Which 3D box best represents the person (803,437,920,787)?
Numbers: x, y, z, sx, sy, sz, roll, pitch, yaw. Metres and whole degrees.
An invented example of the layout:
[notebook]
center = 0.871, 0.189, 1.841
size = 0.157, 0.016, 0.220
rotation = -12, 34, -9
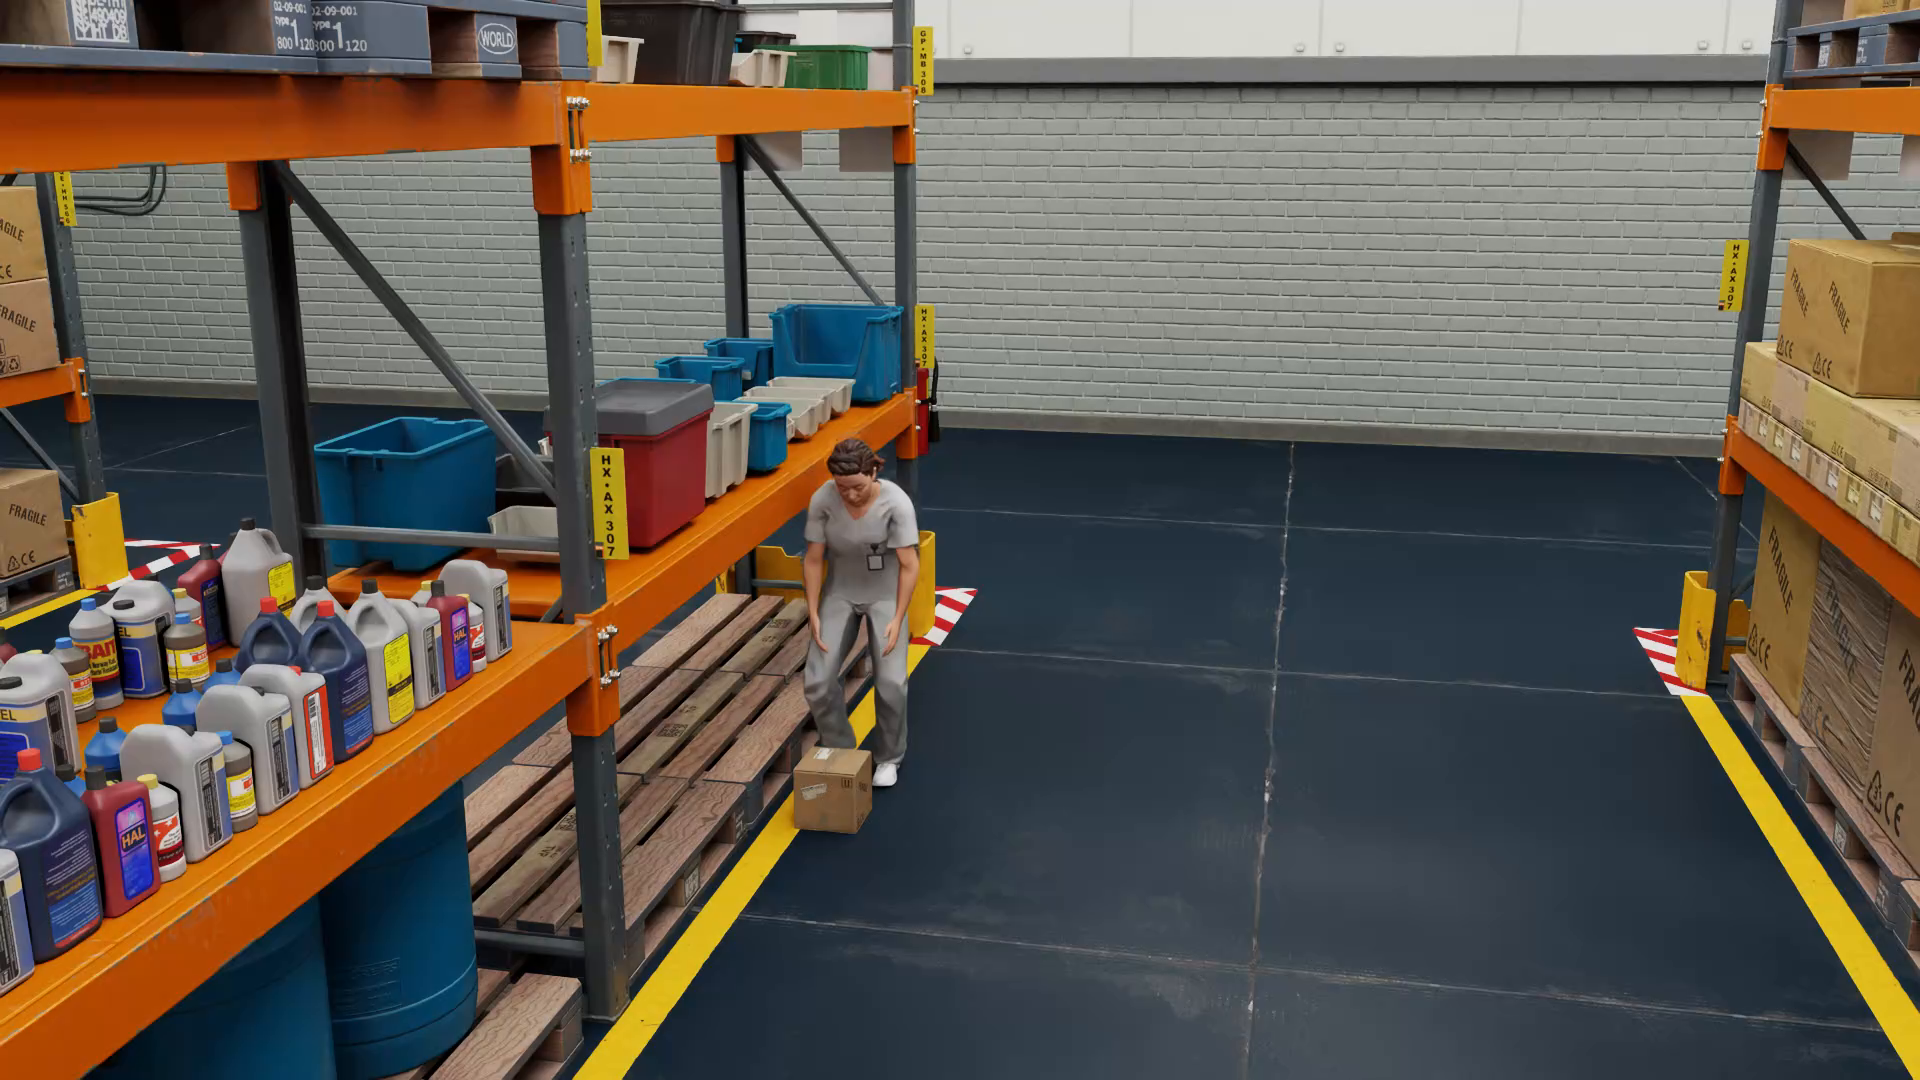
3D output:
[person]
center = -0.391, 0.282, 6.817
size = 0.486, 1.493, 0.554
rotation = 3, 15, 12
